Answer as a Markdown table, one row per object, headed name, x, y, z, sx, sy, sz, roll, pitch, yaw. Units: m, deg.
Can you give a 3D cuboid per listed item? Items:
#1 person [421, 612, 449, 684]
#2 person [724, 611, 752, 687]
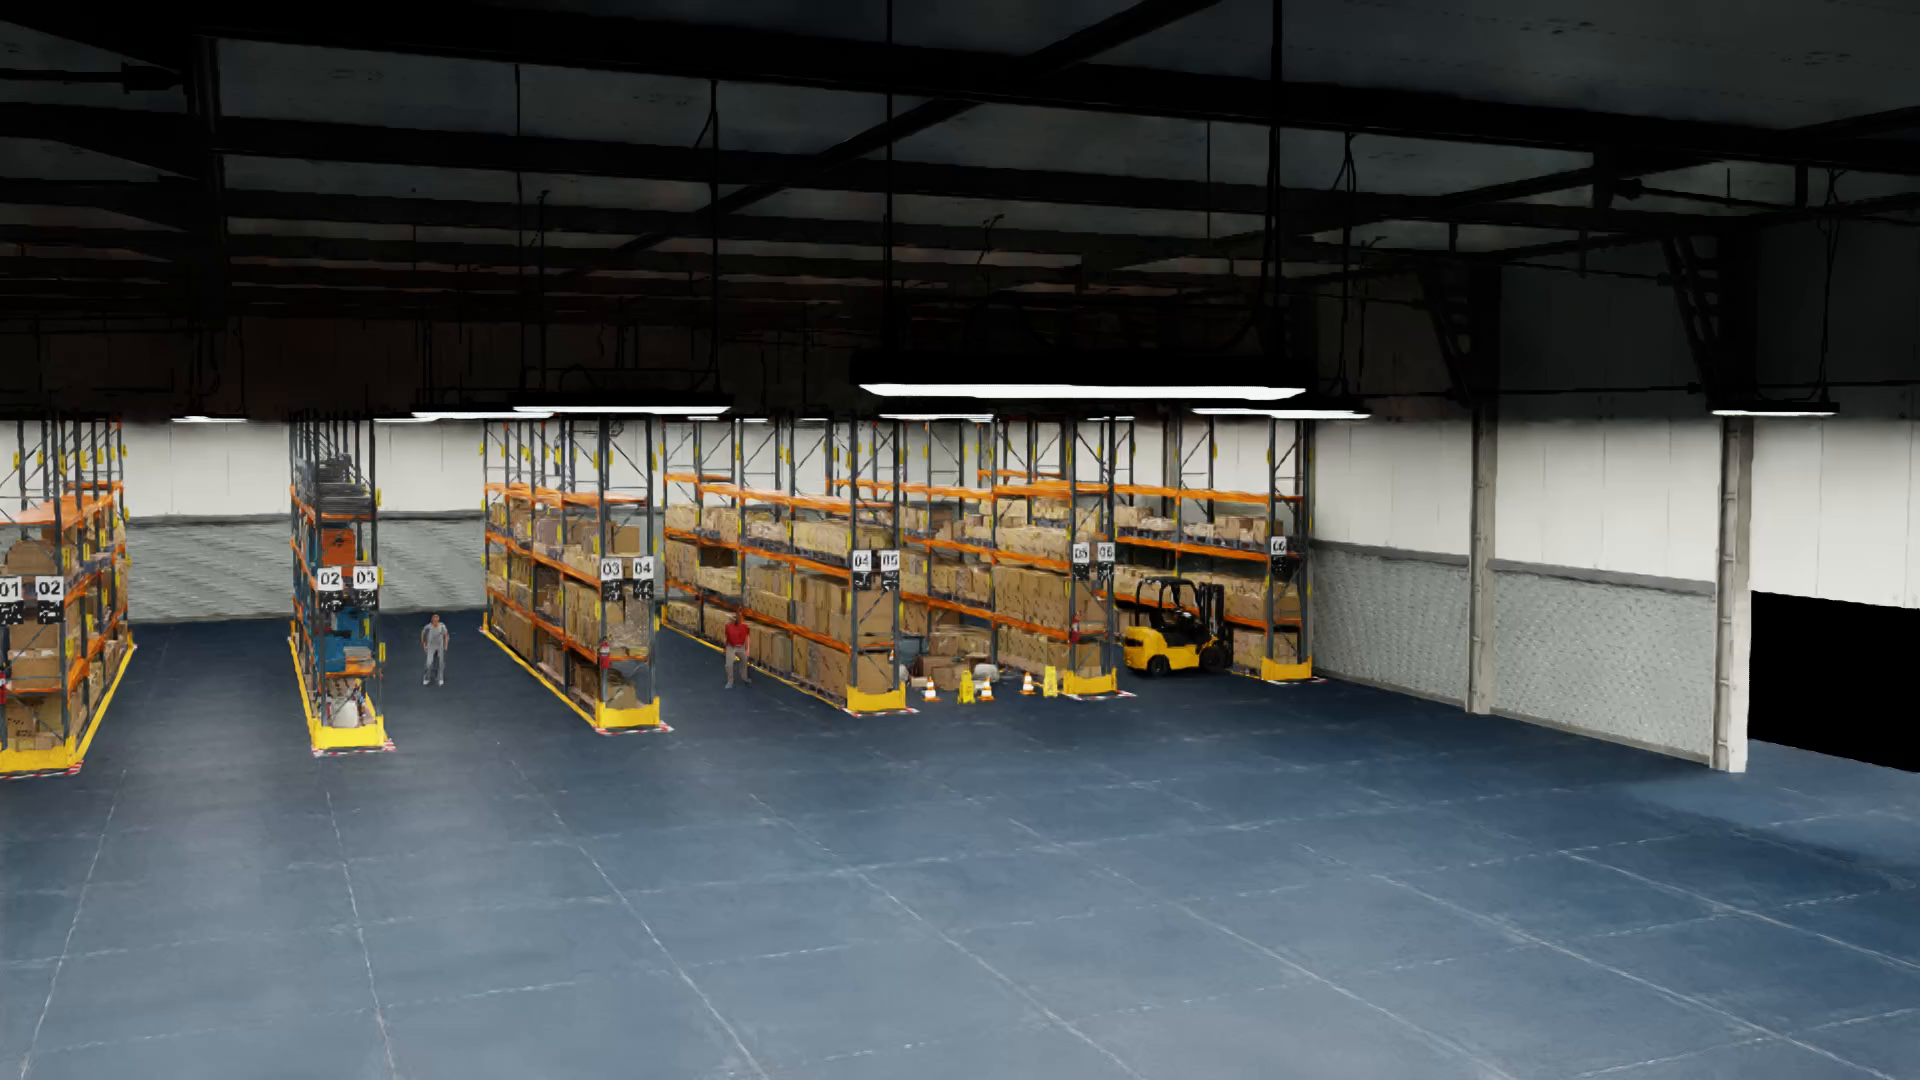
| name | x | y | z | sx | sy | sz | roll | pitch | yaw |
| --- | --- | --- | --- | --- | --- | --- | --- | --- | --- |
| person | -11.513 | 2.368 | 36.457 | 0.580 | 1.618 | 0.507 | -2 | 4 | -25 |
| person | -4.851 | 2.354 | 36.188 | 0.581 | 1.664 | 0.952 | 0 | 4 | -3 |
